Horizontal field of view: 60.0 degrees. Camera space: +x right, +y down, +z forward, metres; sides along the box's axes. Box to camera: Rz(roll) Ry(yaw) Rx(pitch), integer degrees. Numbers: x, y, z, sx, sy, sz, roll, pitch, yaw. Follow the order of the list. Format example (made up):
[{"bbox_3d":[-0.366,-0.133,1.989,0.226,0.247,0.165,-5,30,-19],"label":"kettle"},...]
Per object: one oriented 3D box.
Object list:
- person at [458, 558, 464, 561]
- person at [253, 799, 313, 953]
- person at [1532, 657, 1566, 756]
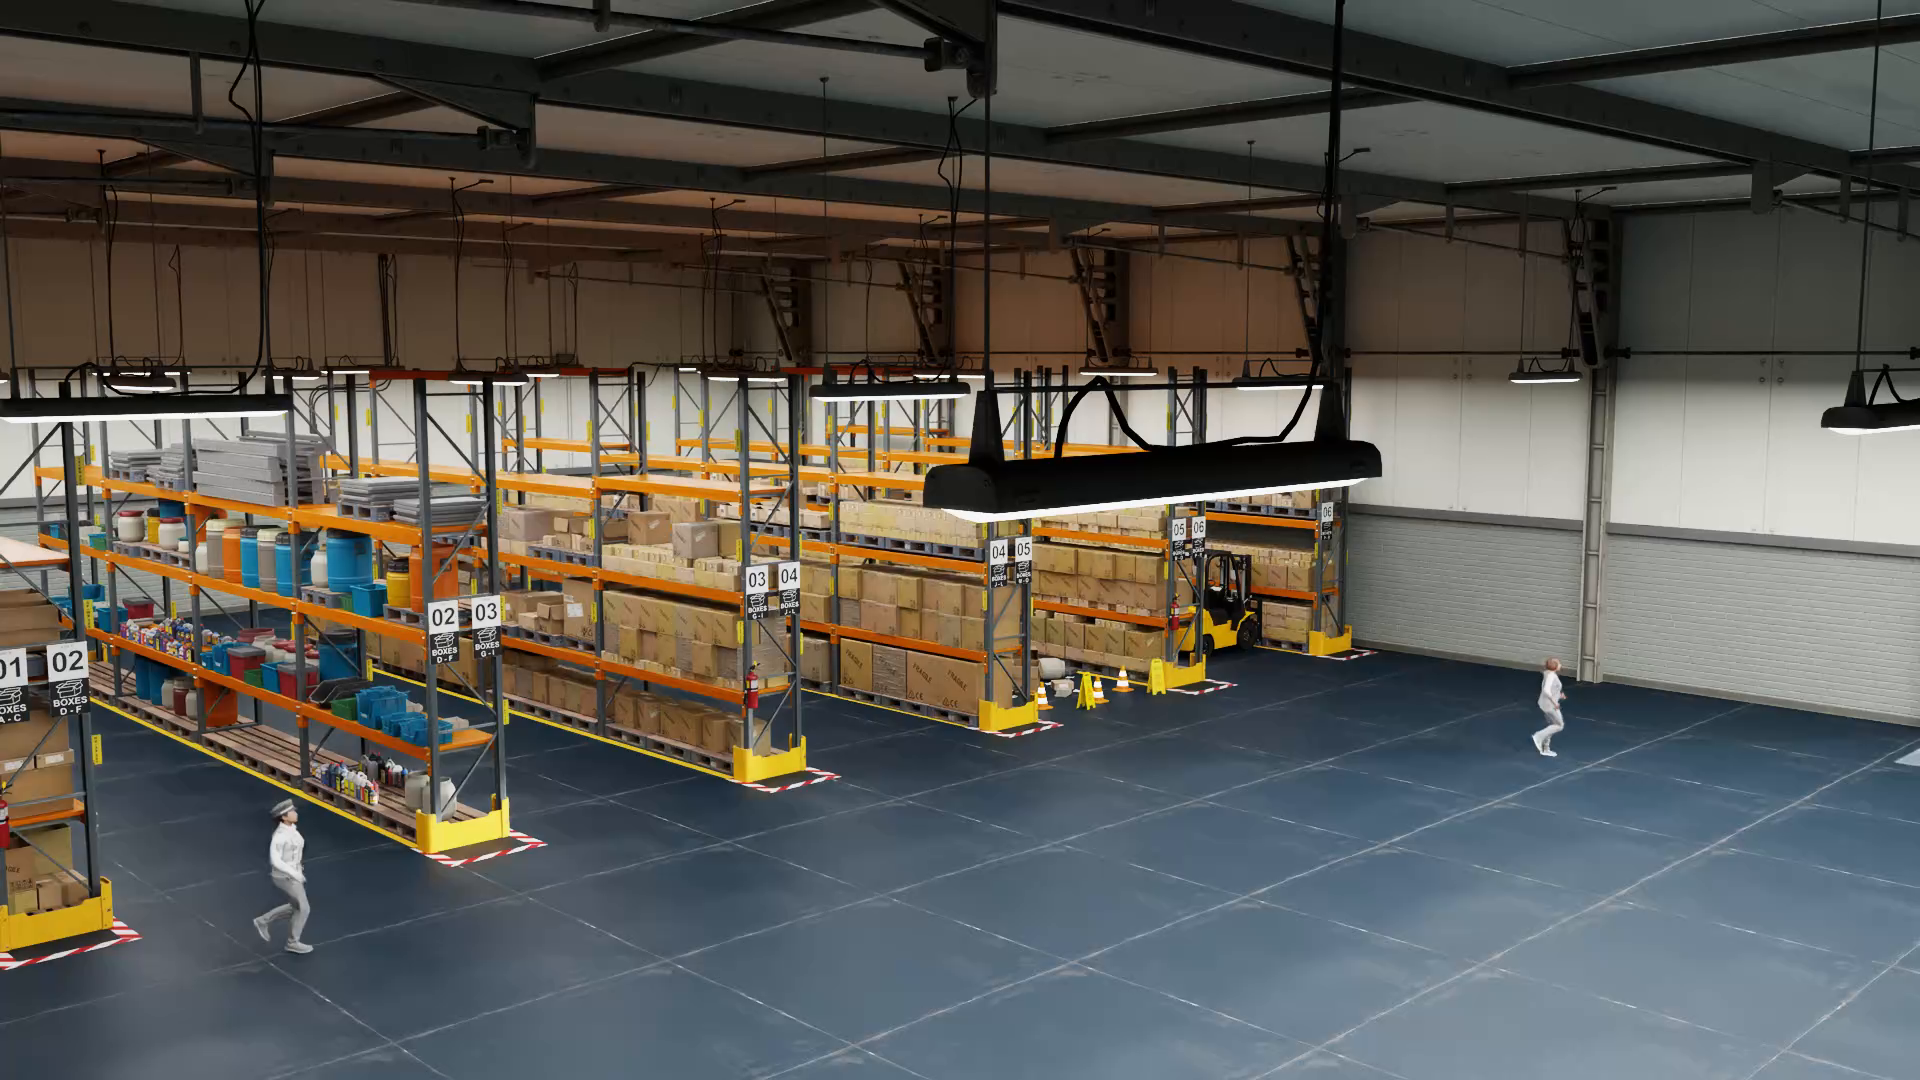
[{"bbox_3d":[-11.717,1.198,38.803,0.583,1.549,0.593,0,6,-2],"label":"person"},{"bbox_3d":[-7.175,3.543,17.546,0.598,1.661,0.647,-2,7,-13],"label":"person"},{"bbox_3d":[9.274,2.618,26.149,0.569,1.569,0.527,0,6,3],"label":"person"}]
